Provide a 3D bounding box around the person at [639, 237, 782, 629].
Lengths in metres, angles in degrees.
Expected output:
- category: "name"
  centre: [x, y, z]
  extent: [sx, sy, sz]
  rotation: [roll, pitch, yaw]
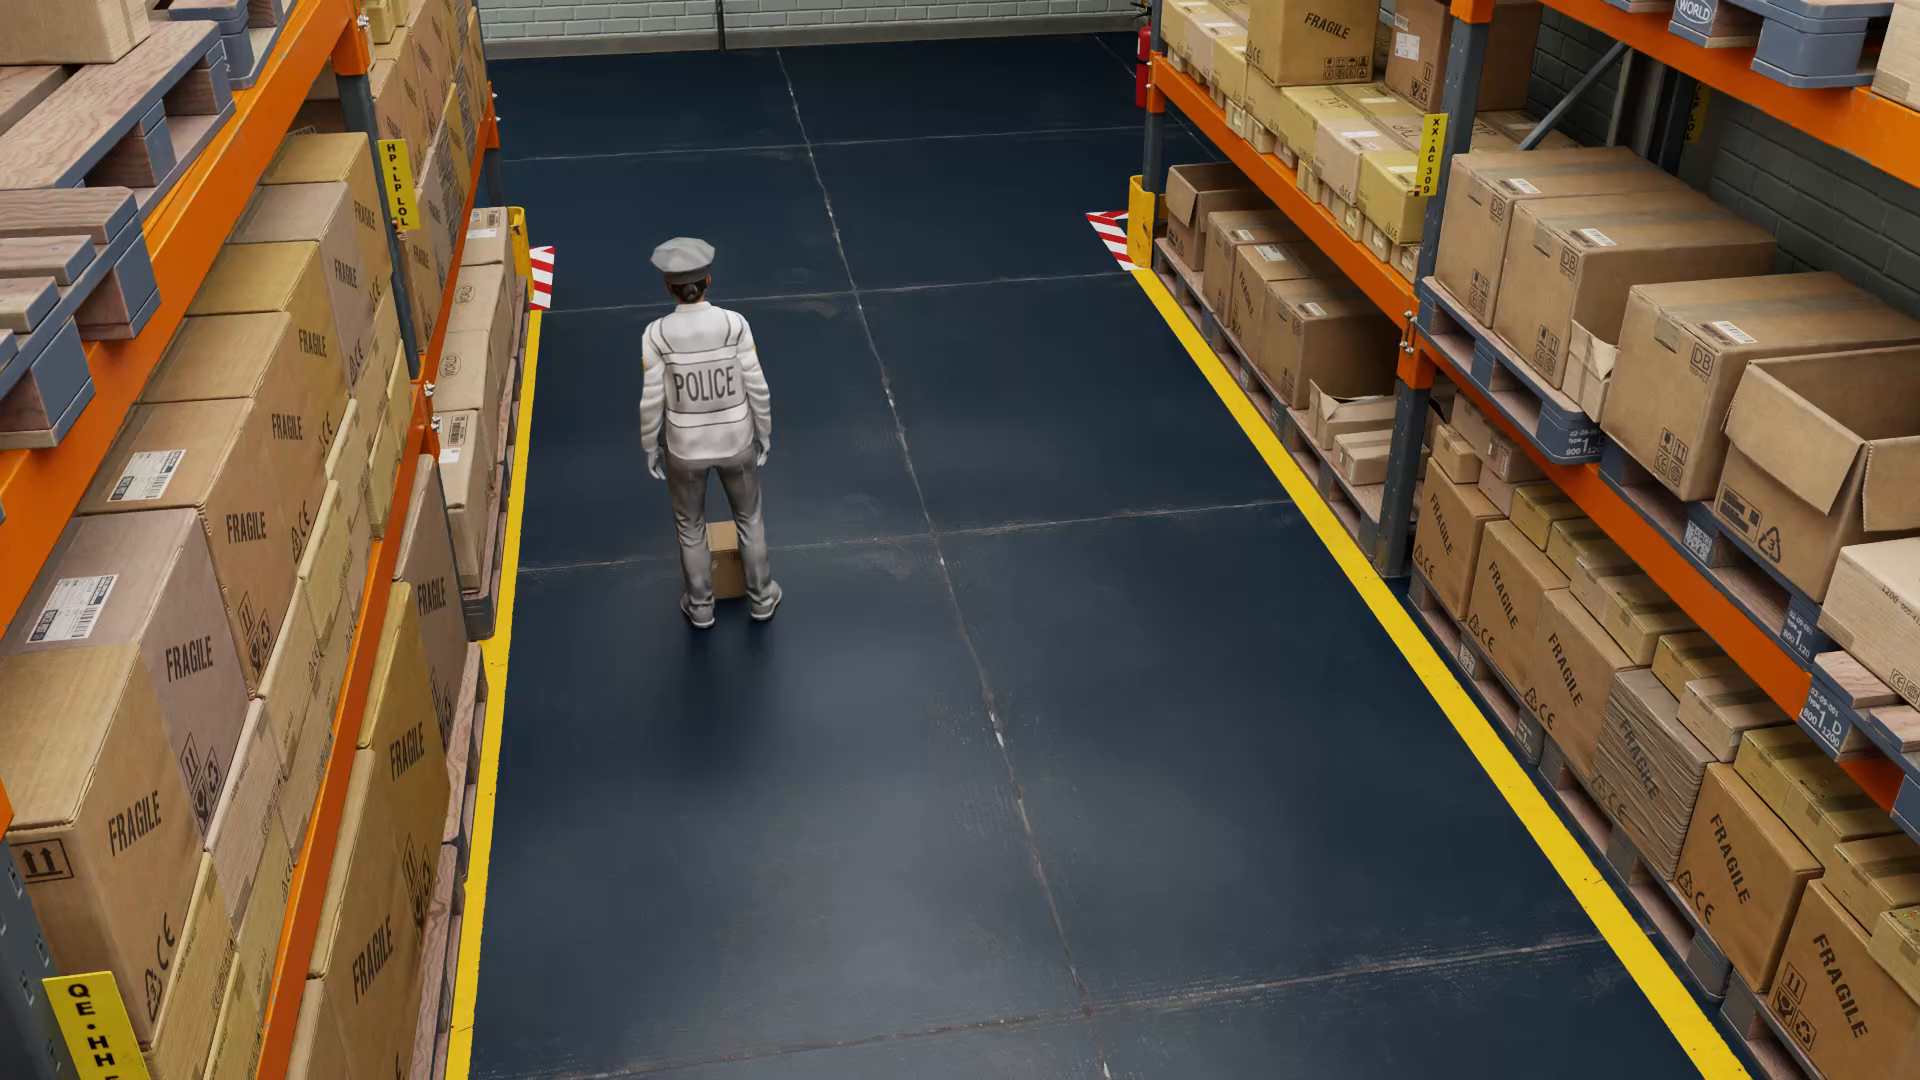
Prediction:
- category: "person"
  centre: [-1.026, -0.391, 6.785]
  extent: [0.538, 1.662, 0.373]
  rotation: [-7, 32, -12]
